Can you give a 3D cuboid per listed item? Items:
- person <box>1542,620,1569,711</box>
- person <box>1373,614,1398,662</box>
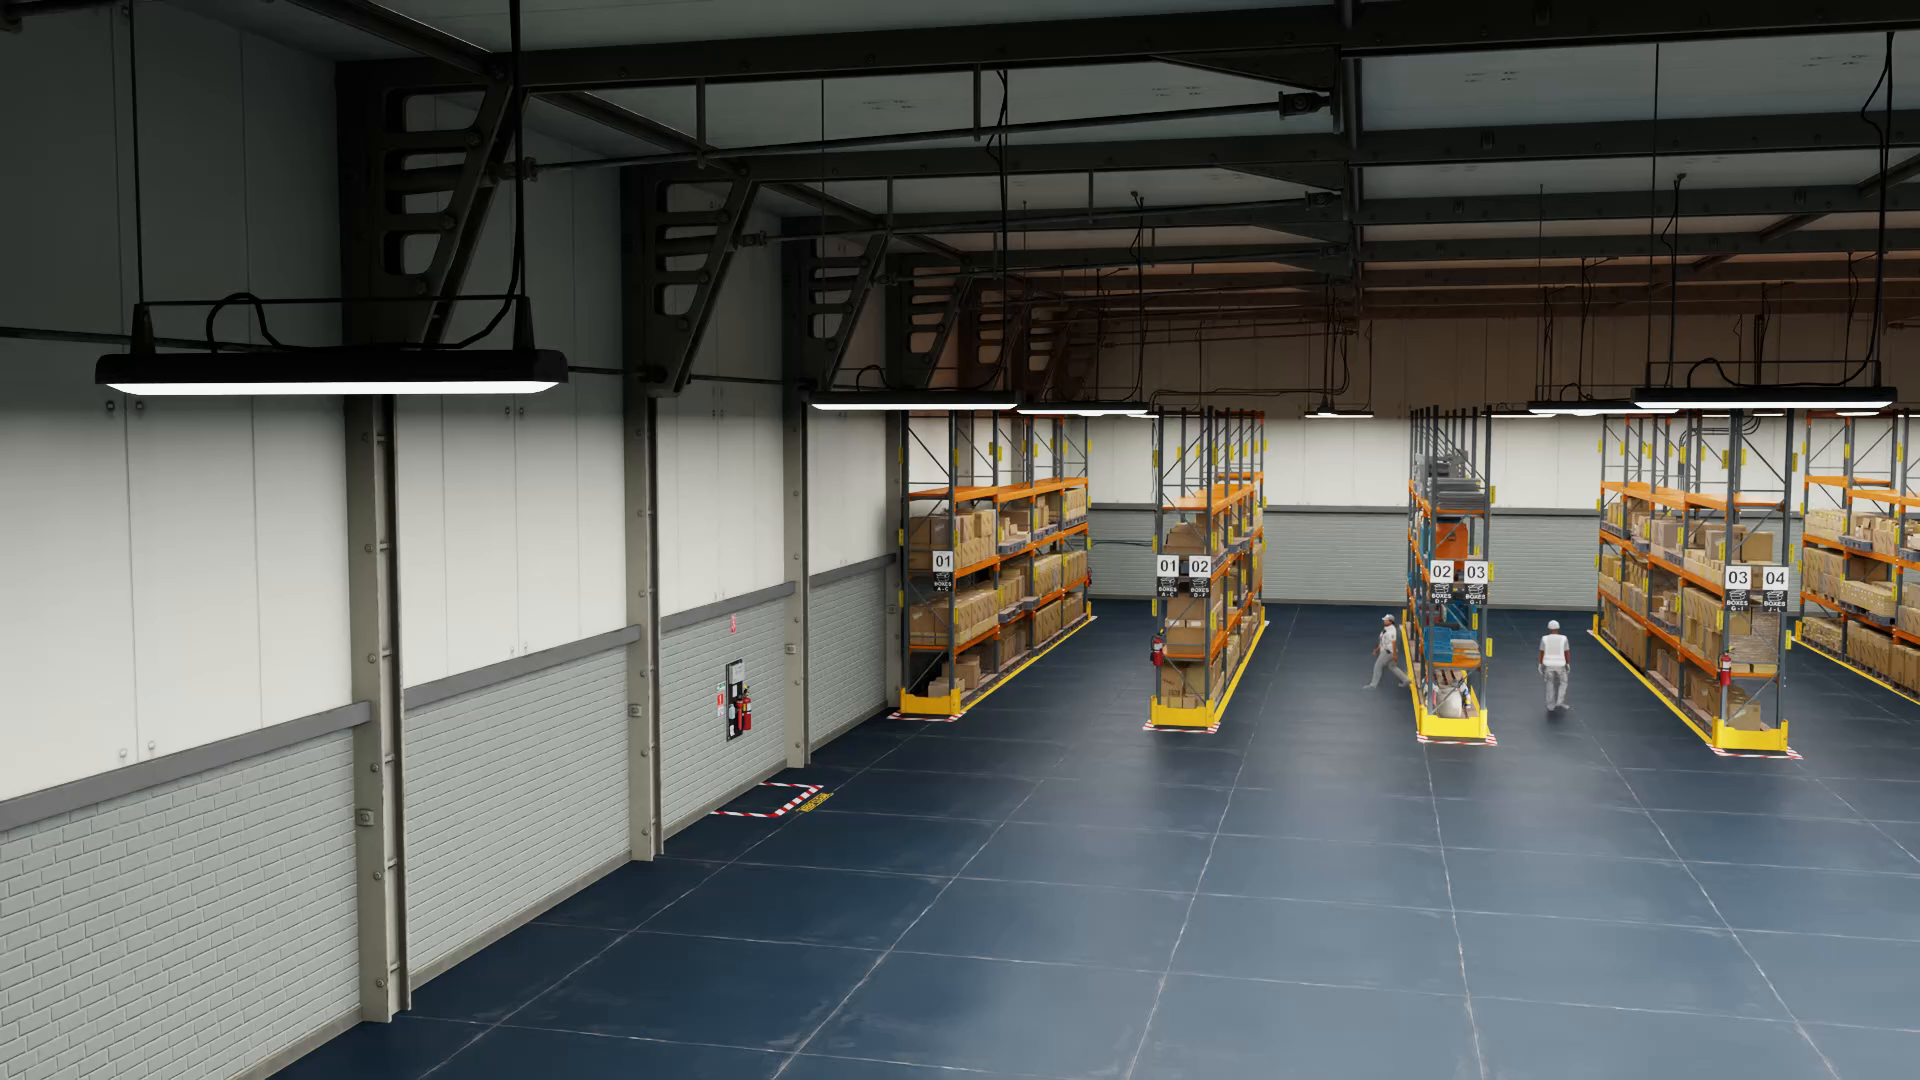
[{"bbox_3d":[11.757,2.486,32.806,0.525,1.785,0.551,1,4,17],"label":"person"},{"bbox_3d":[9.015,2.065,35.204,0.496,0.988,0.492,1,4,10],"label":"person"}]
